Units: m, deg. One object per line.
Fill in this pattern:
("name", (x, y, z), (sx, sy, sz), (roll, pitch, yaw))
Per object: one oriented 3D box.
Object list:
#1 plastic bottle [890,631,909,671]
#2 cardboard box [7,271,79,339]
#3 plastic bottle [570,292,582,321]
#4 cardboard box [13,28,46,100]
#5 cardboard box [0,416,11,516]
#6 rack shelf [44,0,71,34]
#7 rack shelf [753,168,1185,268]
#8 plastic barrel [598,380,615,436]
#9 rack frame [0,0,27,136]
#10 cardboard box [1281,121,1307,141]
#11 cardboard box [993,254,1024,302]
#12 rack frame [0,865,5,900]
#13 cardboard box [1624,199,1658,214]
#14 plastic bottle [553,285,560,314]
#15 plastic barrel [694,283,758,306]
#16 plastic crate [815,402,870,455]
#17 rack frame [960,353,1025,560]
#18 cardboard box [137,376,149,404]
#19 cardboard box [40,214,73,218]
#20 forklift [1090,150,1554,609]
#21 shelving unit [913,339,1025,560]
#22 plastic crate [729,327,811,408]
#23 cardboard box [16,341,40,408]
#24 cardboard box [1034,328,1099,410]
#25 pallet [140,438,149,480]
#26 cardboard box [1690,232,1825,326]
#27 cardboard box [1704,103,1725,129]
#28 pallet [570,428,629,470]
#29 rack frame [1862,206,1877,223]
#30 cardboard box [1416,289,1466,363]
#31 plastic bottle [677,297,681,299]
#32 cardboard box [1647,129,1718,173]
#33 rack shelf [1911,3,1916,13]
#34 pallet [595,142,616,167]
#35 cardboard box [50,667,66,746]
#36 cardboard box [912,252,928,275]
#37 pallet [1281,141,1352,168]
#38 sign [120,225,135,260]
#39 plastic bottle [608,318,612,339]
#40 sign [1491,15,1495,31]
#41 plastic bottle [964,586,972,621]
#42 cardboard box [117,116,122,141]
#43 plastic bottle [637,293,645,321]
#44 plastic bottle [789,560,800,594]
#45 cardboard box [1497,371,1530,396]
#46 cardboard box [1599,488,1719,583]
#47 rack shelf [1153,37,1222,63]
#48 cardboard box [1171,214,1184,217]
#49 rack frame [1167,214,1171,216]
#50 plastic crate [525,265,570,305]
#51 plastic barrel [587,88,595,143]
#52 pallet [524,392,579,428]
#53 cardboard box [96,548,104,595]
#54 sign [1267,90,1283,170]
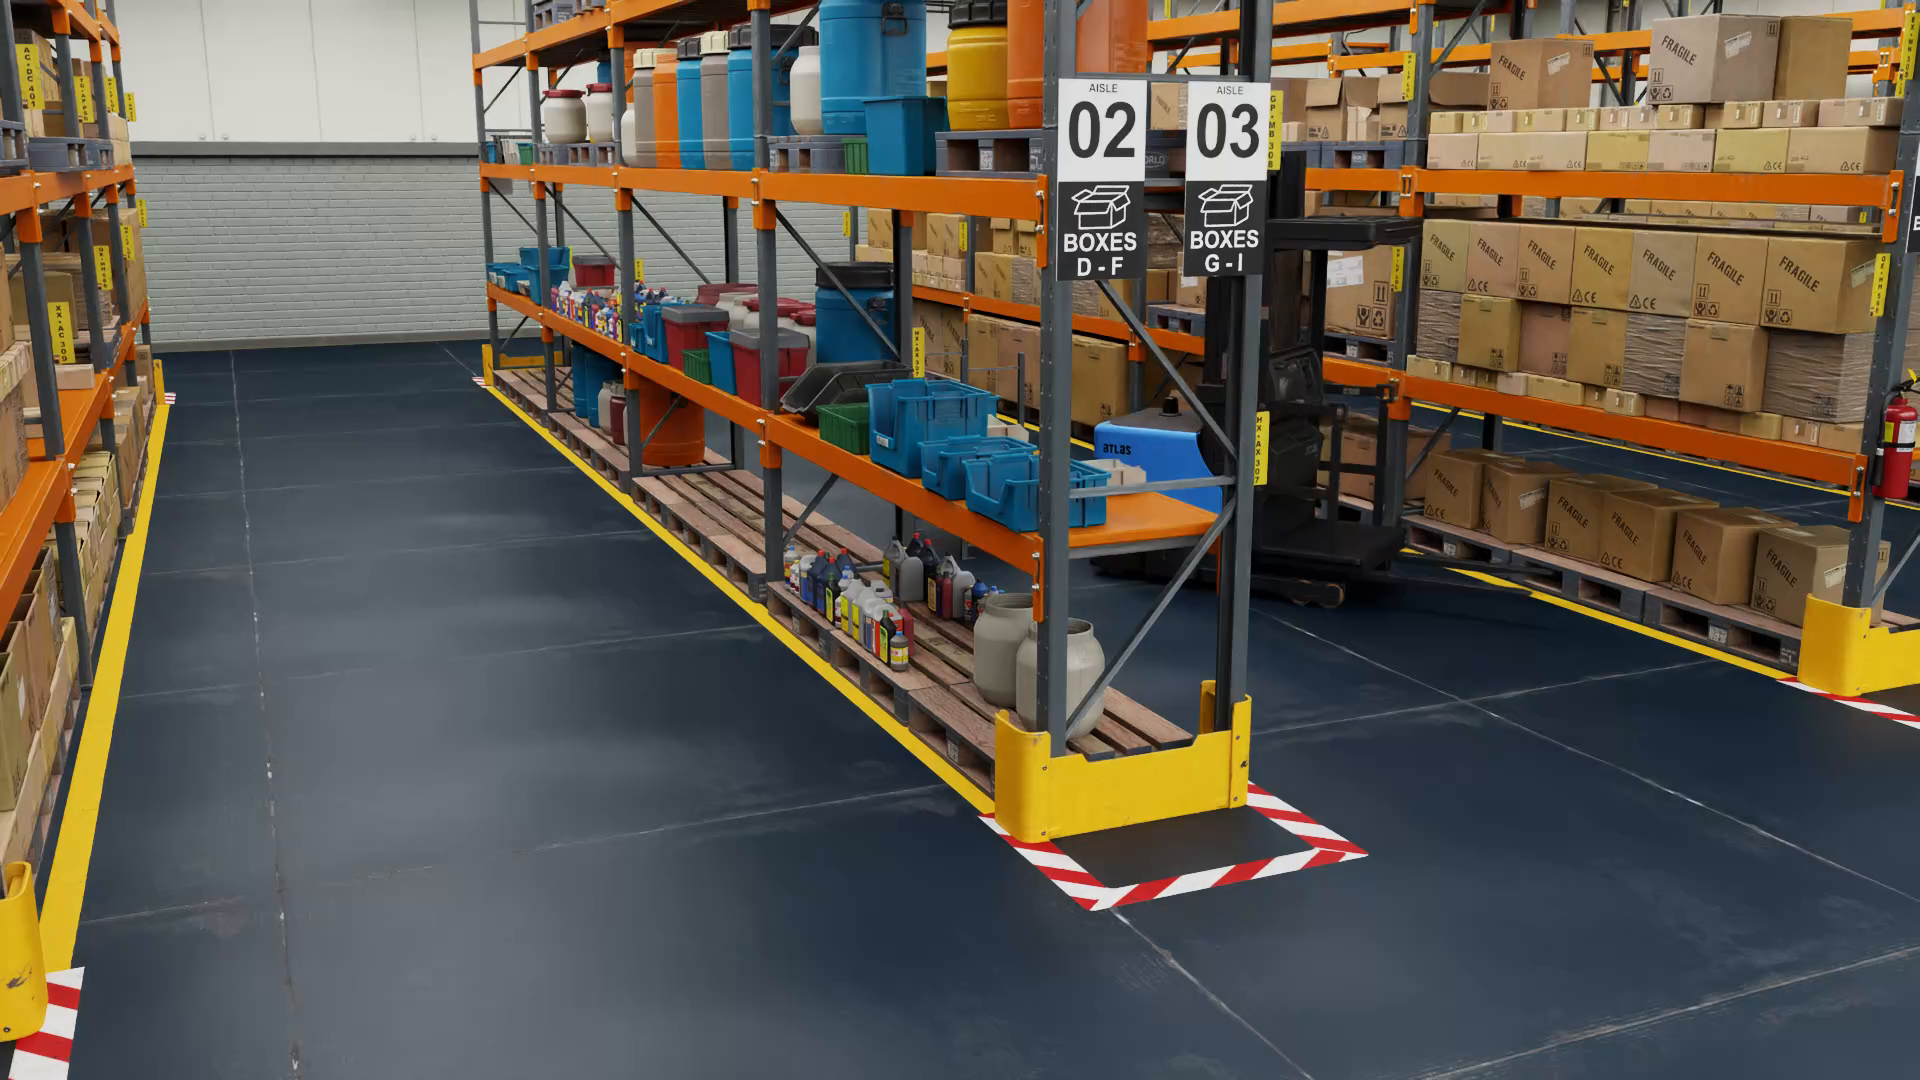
("plastic bottle", (-0.324, 0.589, 8.904), (0.097, 0.201, 0.097), (0, 13, 0))
("cardboard box", (-7.287, -1.800, 12.841), (0.700, 0.500, 0.500), (-12, 18, -42))
("plastic bottle", (-3.787, -2.318, 16.507), (0.152, 0.276, 0.135), (-6, 14, -23))
("cardboard box", (-7.101, -3.514, 12.311), (0.500, 0.500, 0.500), (-6, 14, -23))
("cardboard box", (-4.731, -0.345, 7.488), (0.700, 0.500, 0.500), (-5, 14, -22))
("rack shelf", (-6.131, -3.391, 10.046), (1.077, 0.370, 4.000), (-6, 14, -23))
("rack shelf", (0.012, -1.744, 8.698), (1.077, 0.370, 4.000), (-6, 14, -23))
("plastic barrel", (-3.364, -1.307, 16.452), (0.421, 0.512, 0.421), (0, 13, 0))
("rack frame", (-5.329, -3.523, 8.134), (1.000, 3.000, 0.127), (-6, 14, -23))
("cardboard box", (2.906, -3.425, 13.949), (0.380, 0.166, 0.250), (-6, 14, -25))
("cardboard box", (0.702, -2.974, 18.847), (0.500, 0.500, 0.500), (-6, 14, -23))
("rack frame", (-3.727, 0.226, 5.240), (1.000, 3.000, 0.127), (-6, 14, -23))
("cardboard box", (9.537, -4.461, 23.053), (0.500, 0.500, 0.500), (-5, 14, -22))
("plastic bottle", (-4.185, -2.501, 17.282), (0.061, 0.283, 0.133), (-6, 14, -23))
("plastic barrel", (-1.928, -1.871, 14.000), (0.600, 0.536, 0.708), (-6, 14, -23))
("plastic crate", (-0.504, -0.638, 9.442), (0.450, 0.188, 0.662), (-6, 14, -23))
("rack frame", (0.238, -0.608, 12.171), (0.500, 1.500, 0.032), (-6, 14, -23))
("cardboard box", (-9.340, -1.665, 18.534), (0.500, 0.250, 0.500), (-6, 14, -23))
("cardboard box", (-9.383, -3.080, 17.085), (0.500, 0.500, 0.500), (-6, 14, -23))
("forklift", (2.451, -1.112, 11.173), (3.031, 2.935, 1.130), (8, 15, 30))
("shelving unit", (0.034, -0.713, 12.625), (0.538, 1.500, 1.048), (-6, 14, -23))
("plastic crate", (-1.264, -1.150, 11.046), (0.402, 0.464, 0.583), (-6, 14, -23))
("cardboard box", (-5.833, -0.918, 9.962), (0.500, 0.500, 0.500), (-5, 14, -19))
("cardboard box", (1.539, -1.819, 17.859), (1.225, 0.875, 0.875), (-6, 14, -23))
("pallet", (-8.174, -0.730, 15.555), (1.003, 0.211, 1.213), (-6, 14, -23))
("cardboard box", (4.699, -1.543, 9.784), (0.500, 0.500, 0.500), (-6, 14, -23))
("cardboard box", (4.640, -2.503, 9.826), (0.380, 0.149, 0.250), (-5, 14, -22))
("pallet", (-3.231, -0.925, 16.400), (1.003, 0.211, 1.213), (-6, 14, -23))
("rack frame", (11.227, -3.216, 20.111), (1.000, 3.000, 0.127), (-6, 14, -23))
("cardboard box", (3.872, -1.589, 12.203), (0.875, 0.500, 0.500), (-6, 14, -23))
("plastic bottle", (-2.690, -2.178, 15.886), (0.061, 0.283, 0.133), (-6, 14, -23))
("cardboard box", (4.525, -2.342, 10.018), (0.500, 0.250, 0.500), (-5, 14, -22))
("rack shelf", (9.135, -3.886, 12.183), (1.077, 0.370, 4.000), (-6, 14, -23))
("pallet", (-2.608, -3.409, 14.715), (1.003, 0.211, 1.213), (-6, 14, -23))
("cardboard box", (-4.538, 0.817, 7.854), (0.500, 0.250, 0.500), (-6, 14, -23))
("cardboard box", (-0.287, -3.498, 21.006), (0.500, 0.250, 0.500), (-5, 14, -22))
("pallet", (3.181, -3.215, 13.874), (1.213, 0.211, 1.003), (-6, 14, -23))
("sign", (-8.027, -2.868, 16.041), (0.100, 0.325, 0.005), (-6, 14, -23))
("plastic bottle", (-3.106, -1.915, 14.931), (0.097, 0.201, 0.097), (0, 13, 0))
("sign", (8.525, -8.331, 26.661), (0.100, 0.325, 0.005), (-6, 14, -23))
("plastic bottle", (0.073, 0.371, 9.843), (0.097, 0.201, 0.097), (0, 13, 0))
("cardboard box", (-9.093, -4.319, 17.448), (0.500, 0.250, 0.500), (-6, 14, -23))
("plastic bottle", (-3.152, -2.314, 16.502), (0.097, 0.271, 0.097), (0, 13, 0))
("plastic bottle", (-1.023, 0.229, 10.460), (0.097, 0.201, 0.097), (0, 13, 0))
("cardboard box", (3.944, -1.092, 11.493), (0.380, 0.149, 0.250), (-6, 14, -23))
("cardboard box", (4.612, -0.037, 10.988), (0.500, 0.500, 0.500), (-4, 14, -18))
("rack shelf", (1.345, -5.111, 17.479), (1.077, 0.370, 4.000), (-6, 14, -23))
("cardboard box", (3.464, -4.965, 24.569), (0.500, 0.500, 0.500), (-6, 14, -23))
("rack frame", (3.527, -4.401, 25.231), (1.000, 3.000, 0.127), (-6, 14, -23))
("plastic crate", (-4.494, -2.787, 18.160), (0.392, 0.384, 0.575), (-6, 14, -23))
("plastic barrel", (-3.442, -4.287, 16.739), (0.600, 0.588, 0.600), (0, 13, 0))
("pallet", (-4.324, -1.490, 18.837), (1.003, 0.211, 1.213), (-6, 14, -23))
("cardboard box", (-5.678, 0.217, 10.448), (0.500, 0.250, 0.500), (-6, 14, -25))
("sign", (1.319, -1.735, 7.041), (0.100, 0.325, 0.005), (-6, 14, -23))
